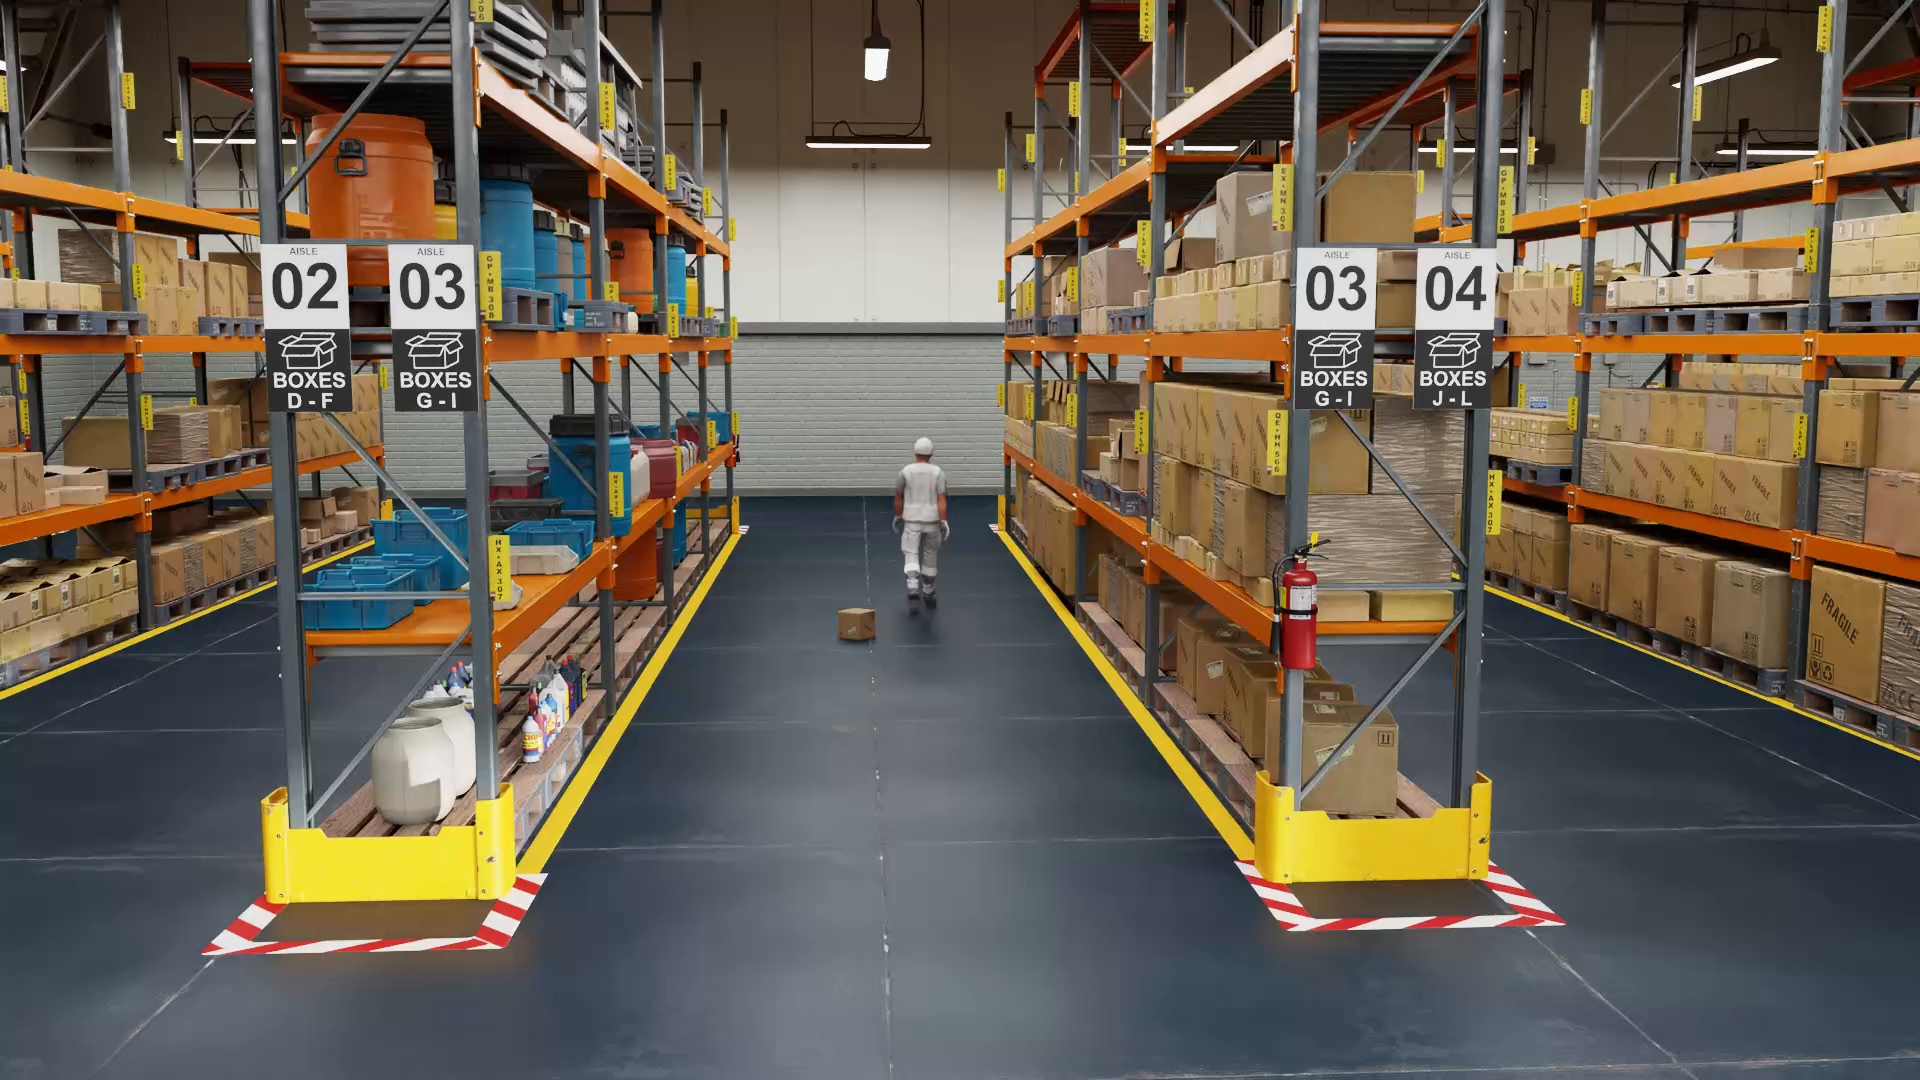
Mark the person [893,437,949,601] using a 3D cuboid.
[{"bbox_3d":[-0.409,-0.204,17.409,0.584,1.744,1.050,0,7,-3],"label":"person"}]
